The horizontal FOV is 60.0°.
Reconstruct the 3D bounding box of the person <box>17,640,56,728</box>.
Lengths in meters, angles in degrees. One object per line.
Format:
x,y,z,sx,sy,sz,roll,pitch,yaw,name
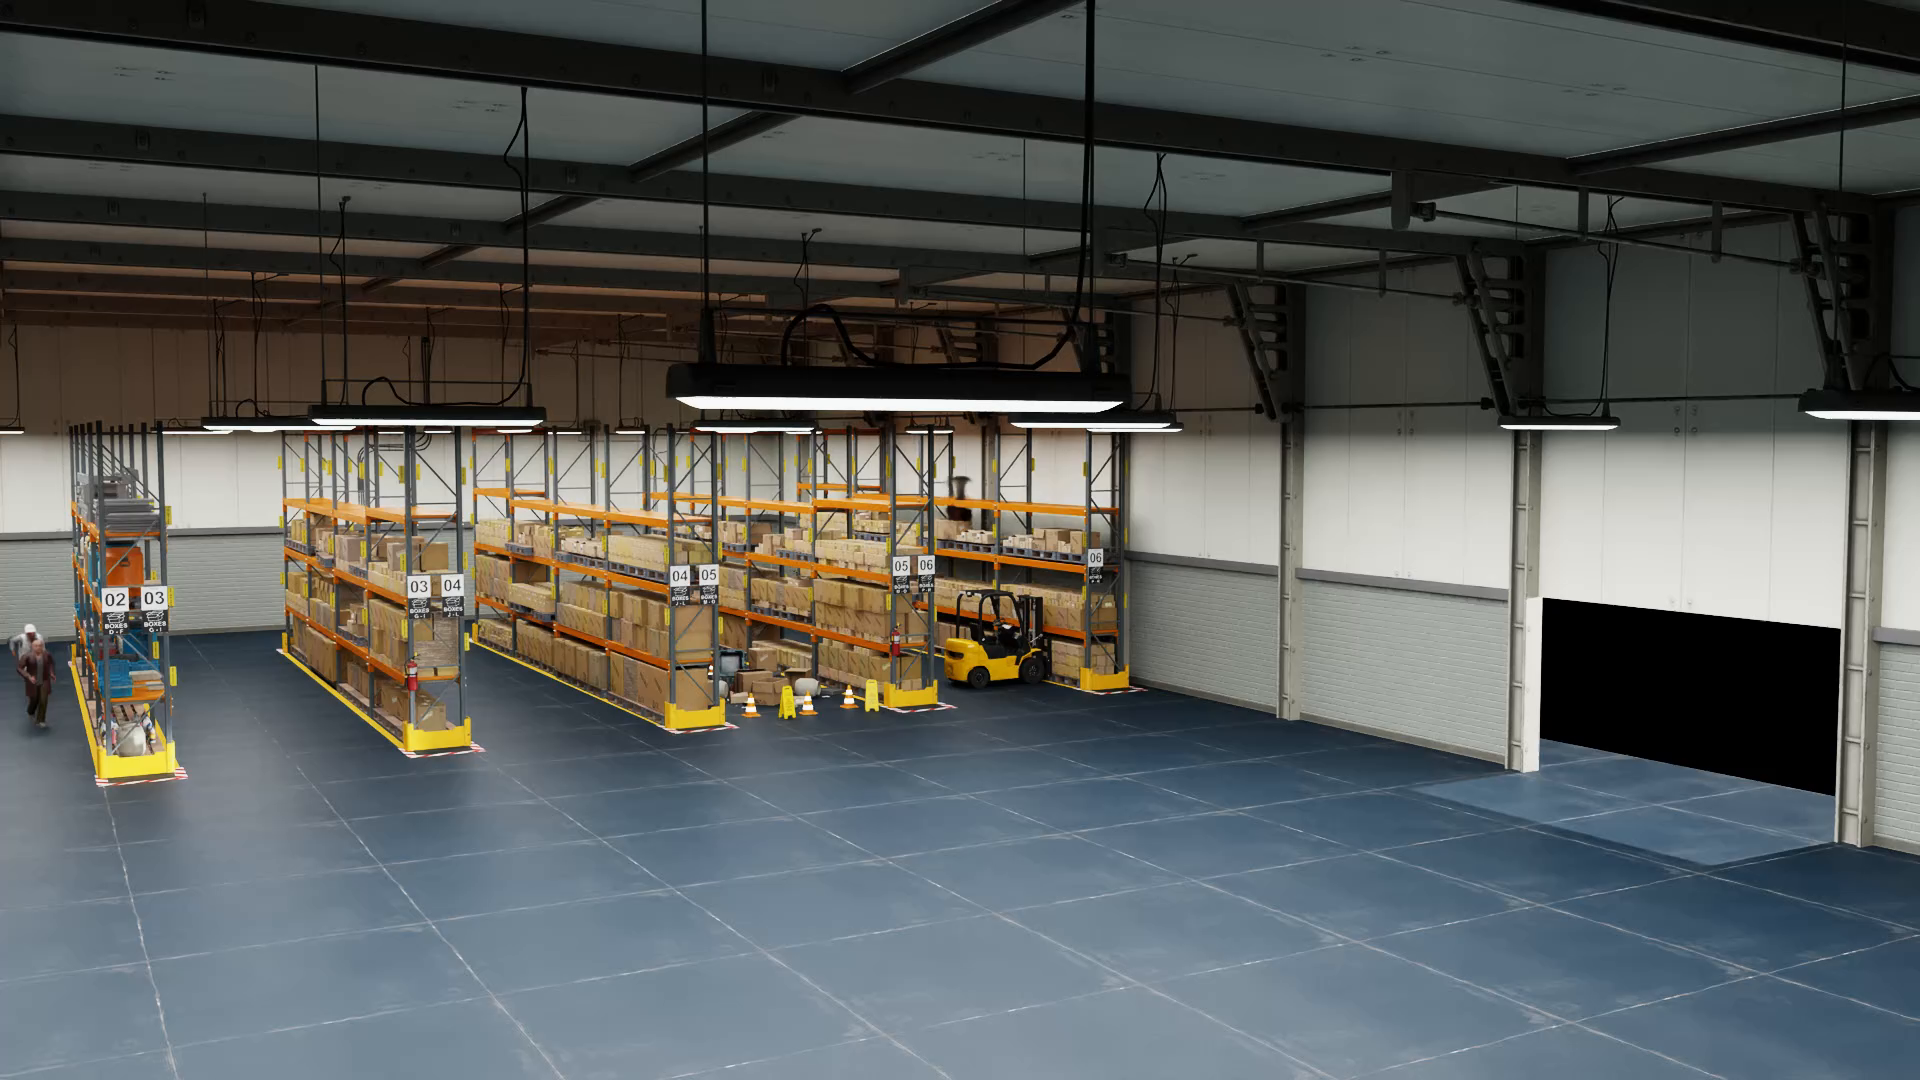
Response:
-18.287,2.827,32.912,0.705,1.736,0.882,-3,5,-39,person

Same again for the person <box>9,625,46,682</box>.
-20.660,2.649,36.863,0.689,1.595,0.831,-2,4,-33,person
